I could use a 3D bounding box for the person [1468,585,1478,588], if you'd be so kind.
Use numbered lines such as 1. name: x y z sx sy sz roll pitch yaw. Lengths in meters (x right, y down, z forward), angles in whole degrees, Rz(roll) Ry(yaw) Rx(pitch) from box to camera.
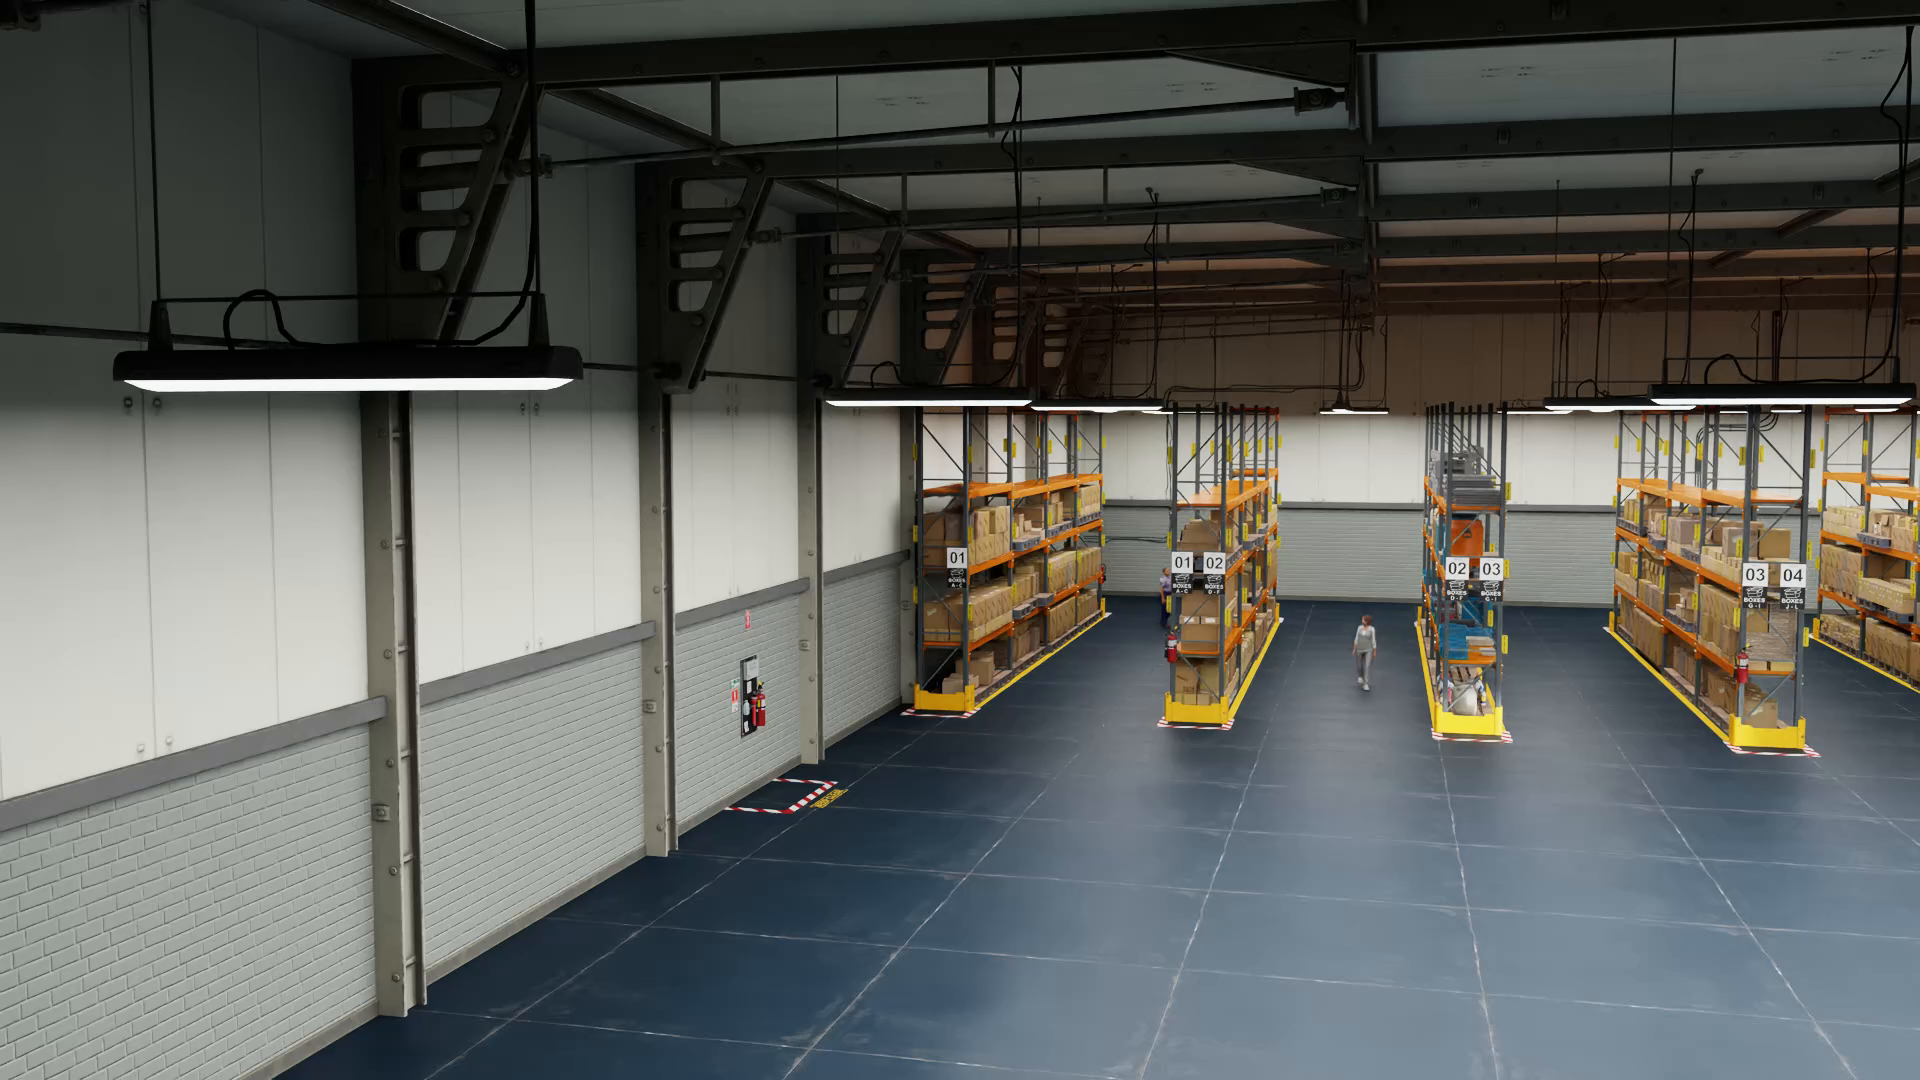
1. person: 15.171 1.196 49.150 0.537 1.782 0.567 -2 5 -25

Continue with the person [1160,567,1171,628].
1. person: 5.633 1.561 45.323 0.428 1.653 0.544 4 6 42

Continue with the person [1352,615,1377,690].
1. person: 8.535 2.347 35.096 0.505 1.553 0.823 1 4 12
